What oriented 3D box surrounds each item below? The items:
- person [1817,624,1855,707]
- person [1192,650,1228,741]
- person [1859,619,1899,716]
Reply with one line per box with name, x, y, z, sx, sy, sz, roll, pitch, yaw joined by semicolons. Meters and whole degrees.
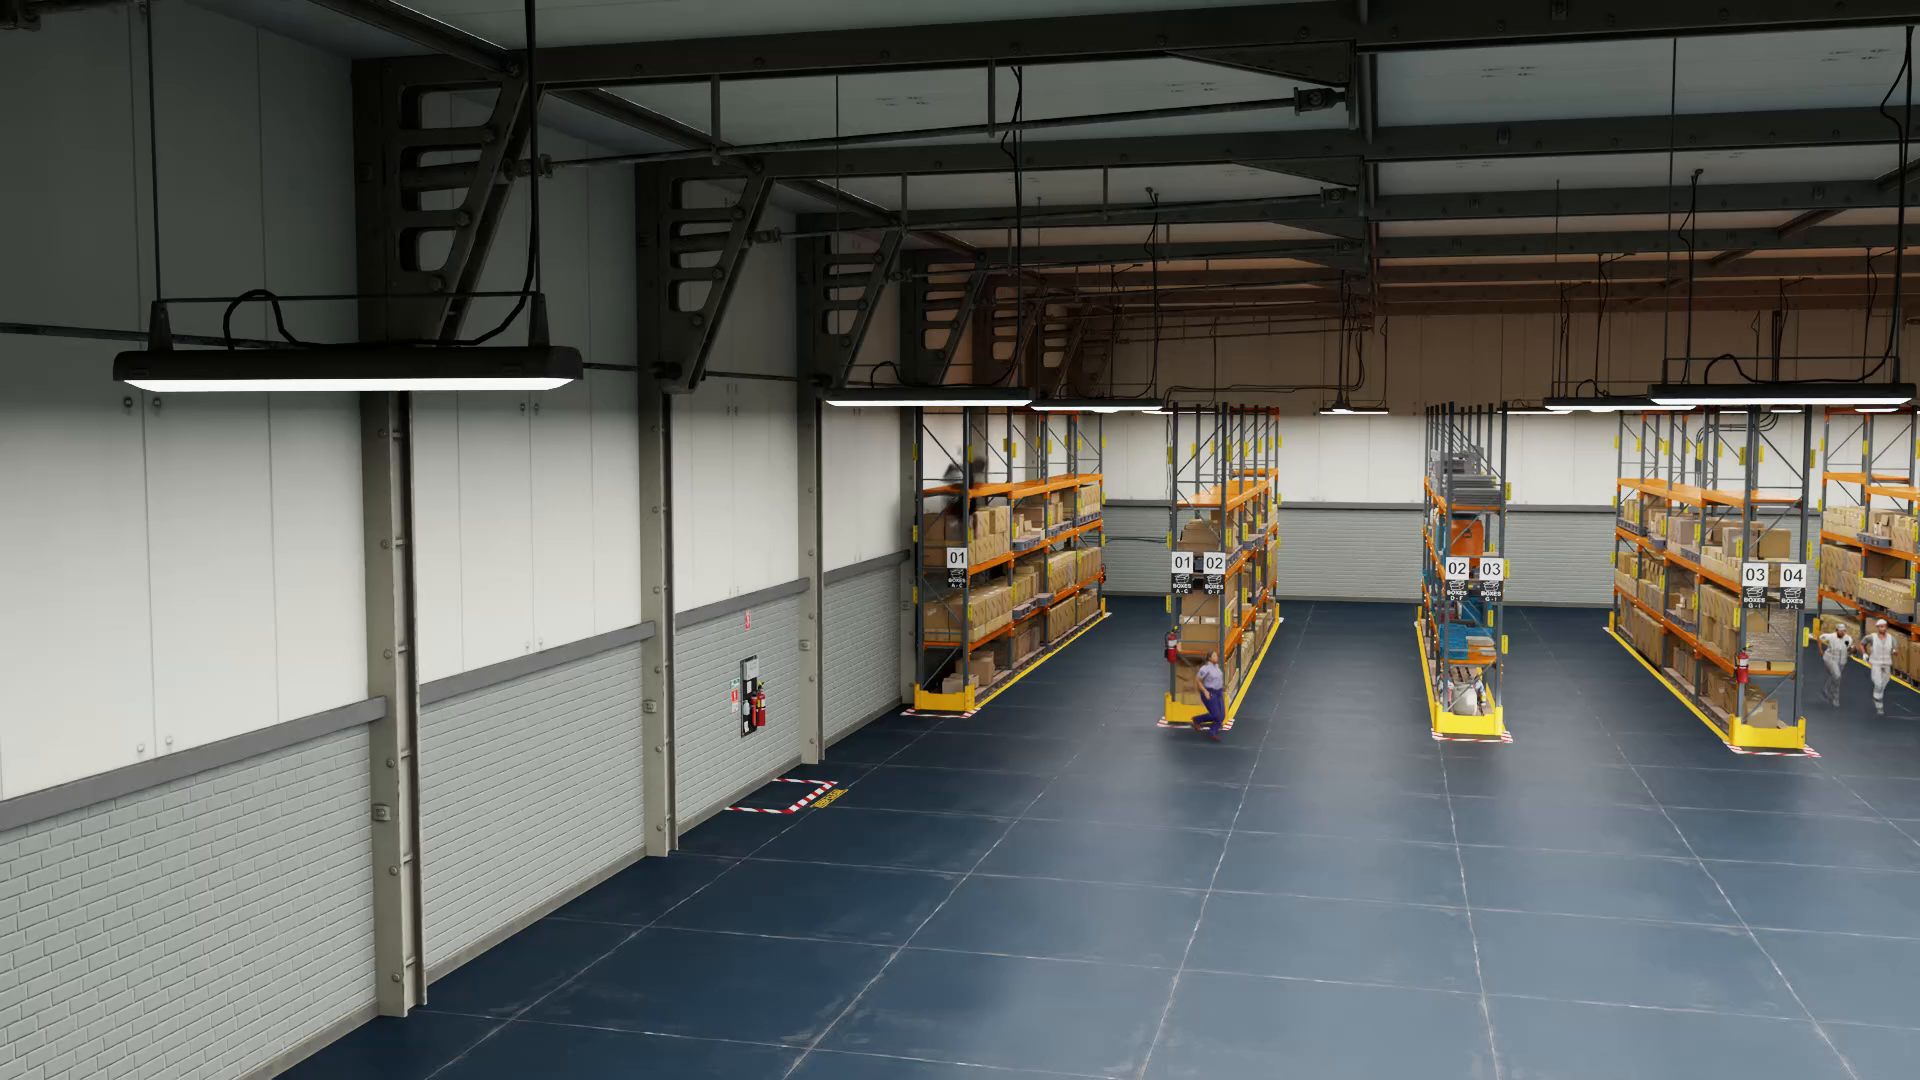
person;17.453;2.468;33.196;0.599;1.665;0.915;0;4;-1
person;4.452;2.761;29.545;0.561;1.594;0.622;4;6;42
person;17.809;2.443;32.190;0.639;1.824;0.814;1;4;9
